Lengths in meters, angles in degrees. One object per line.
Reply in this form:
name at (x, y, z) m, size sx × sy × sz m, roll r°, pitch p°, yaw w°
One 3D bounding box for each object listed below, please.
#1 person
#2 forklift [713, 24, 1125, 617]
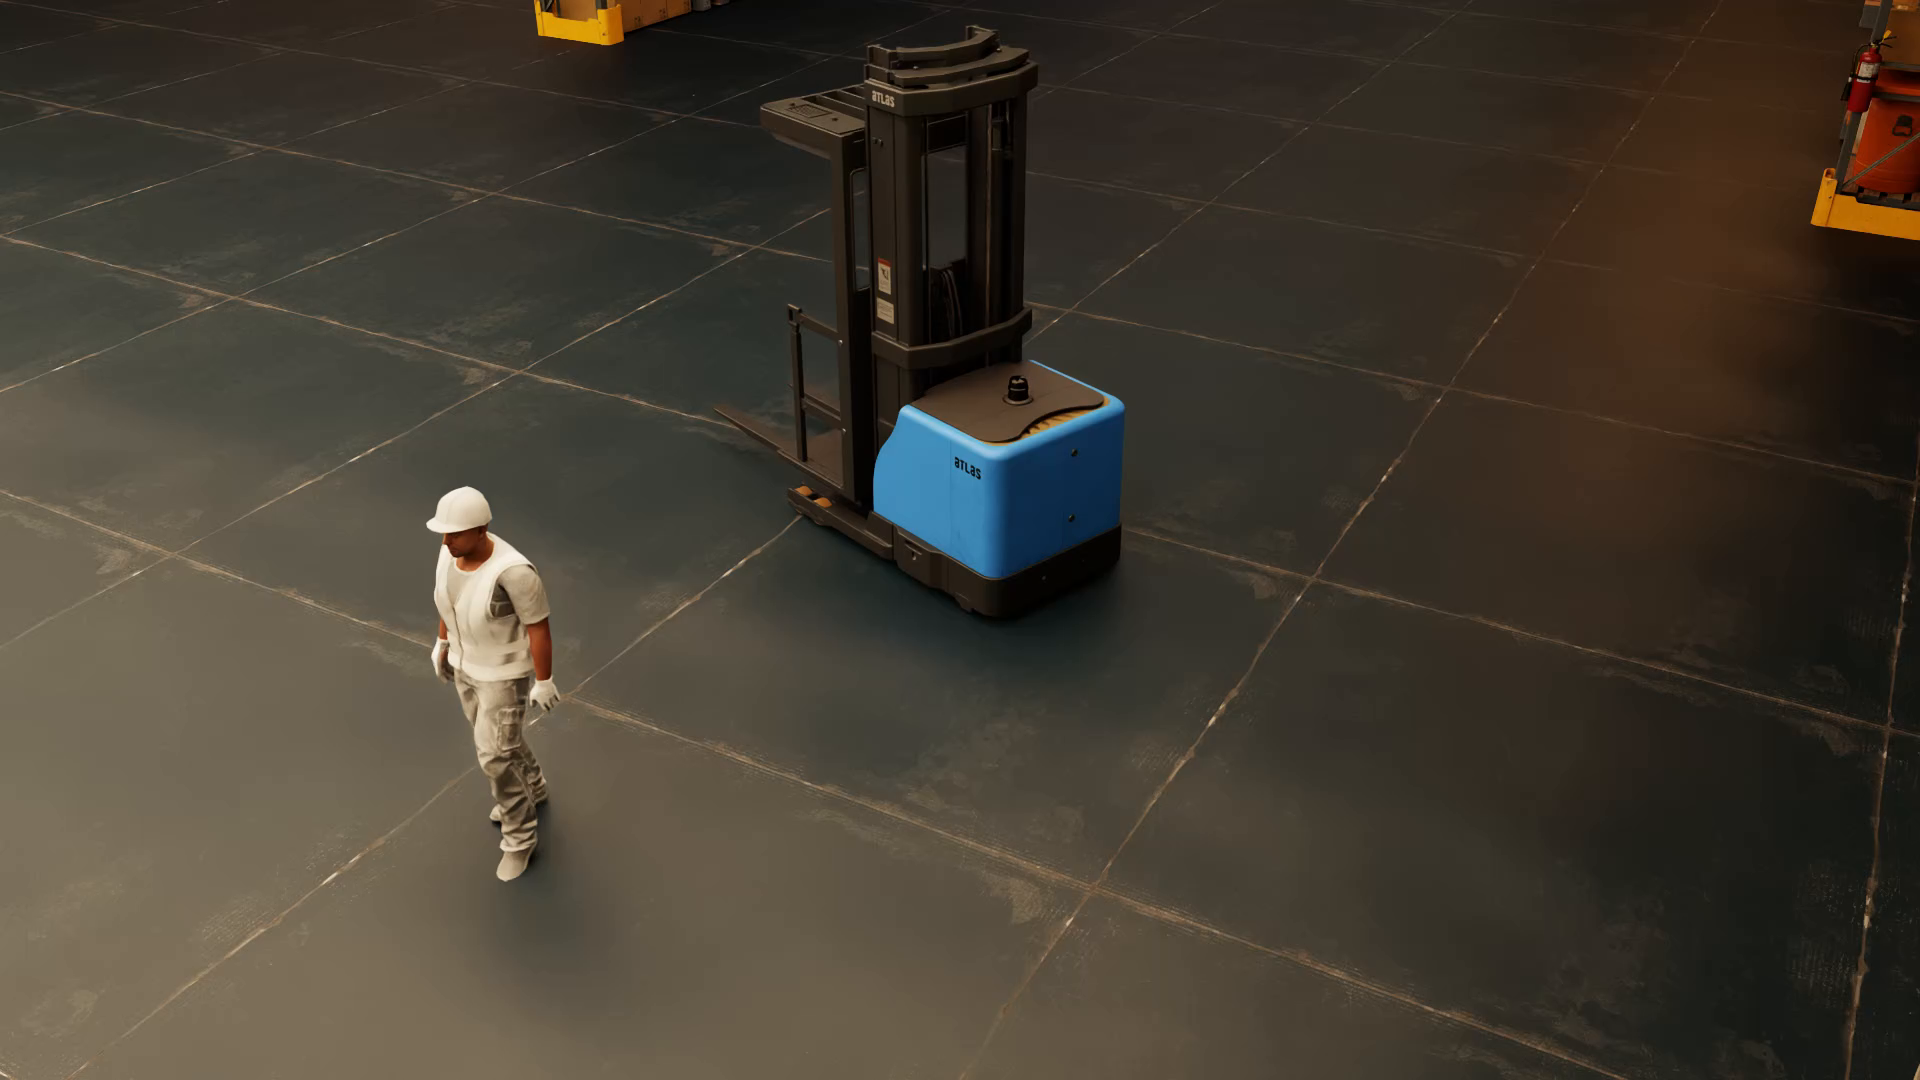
person at (-2.083, 0.597, 7.263) m, size 0.650 × 1.823 × 0.550 m, roll 23°, pitch 37°, yaw 34°
forklift at (-0.412, -1.507, 9.682) m, size 1.130 × 2.935 × 3.031 m, roll -23°, pitch 37°, yaw -35°
